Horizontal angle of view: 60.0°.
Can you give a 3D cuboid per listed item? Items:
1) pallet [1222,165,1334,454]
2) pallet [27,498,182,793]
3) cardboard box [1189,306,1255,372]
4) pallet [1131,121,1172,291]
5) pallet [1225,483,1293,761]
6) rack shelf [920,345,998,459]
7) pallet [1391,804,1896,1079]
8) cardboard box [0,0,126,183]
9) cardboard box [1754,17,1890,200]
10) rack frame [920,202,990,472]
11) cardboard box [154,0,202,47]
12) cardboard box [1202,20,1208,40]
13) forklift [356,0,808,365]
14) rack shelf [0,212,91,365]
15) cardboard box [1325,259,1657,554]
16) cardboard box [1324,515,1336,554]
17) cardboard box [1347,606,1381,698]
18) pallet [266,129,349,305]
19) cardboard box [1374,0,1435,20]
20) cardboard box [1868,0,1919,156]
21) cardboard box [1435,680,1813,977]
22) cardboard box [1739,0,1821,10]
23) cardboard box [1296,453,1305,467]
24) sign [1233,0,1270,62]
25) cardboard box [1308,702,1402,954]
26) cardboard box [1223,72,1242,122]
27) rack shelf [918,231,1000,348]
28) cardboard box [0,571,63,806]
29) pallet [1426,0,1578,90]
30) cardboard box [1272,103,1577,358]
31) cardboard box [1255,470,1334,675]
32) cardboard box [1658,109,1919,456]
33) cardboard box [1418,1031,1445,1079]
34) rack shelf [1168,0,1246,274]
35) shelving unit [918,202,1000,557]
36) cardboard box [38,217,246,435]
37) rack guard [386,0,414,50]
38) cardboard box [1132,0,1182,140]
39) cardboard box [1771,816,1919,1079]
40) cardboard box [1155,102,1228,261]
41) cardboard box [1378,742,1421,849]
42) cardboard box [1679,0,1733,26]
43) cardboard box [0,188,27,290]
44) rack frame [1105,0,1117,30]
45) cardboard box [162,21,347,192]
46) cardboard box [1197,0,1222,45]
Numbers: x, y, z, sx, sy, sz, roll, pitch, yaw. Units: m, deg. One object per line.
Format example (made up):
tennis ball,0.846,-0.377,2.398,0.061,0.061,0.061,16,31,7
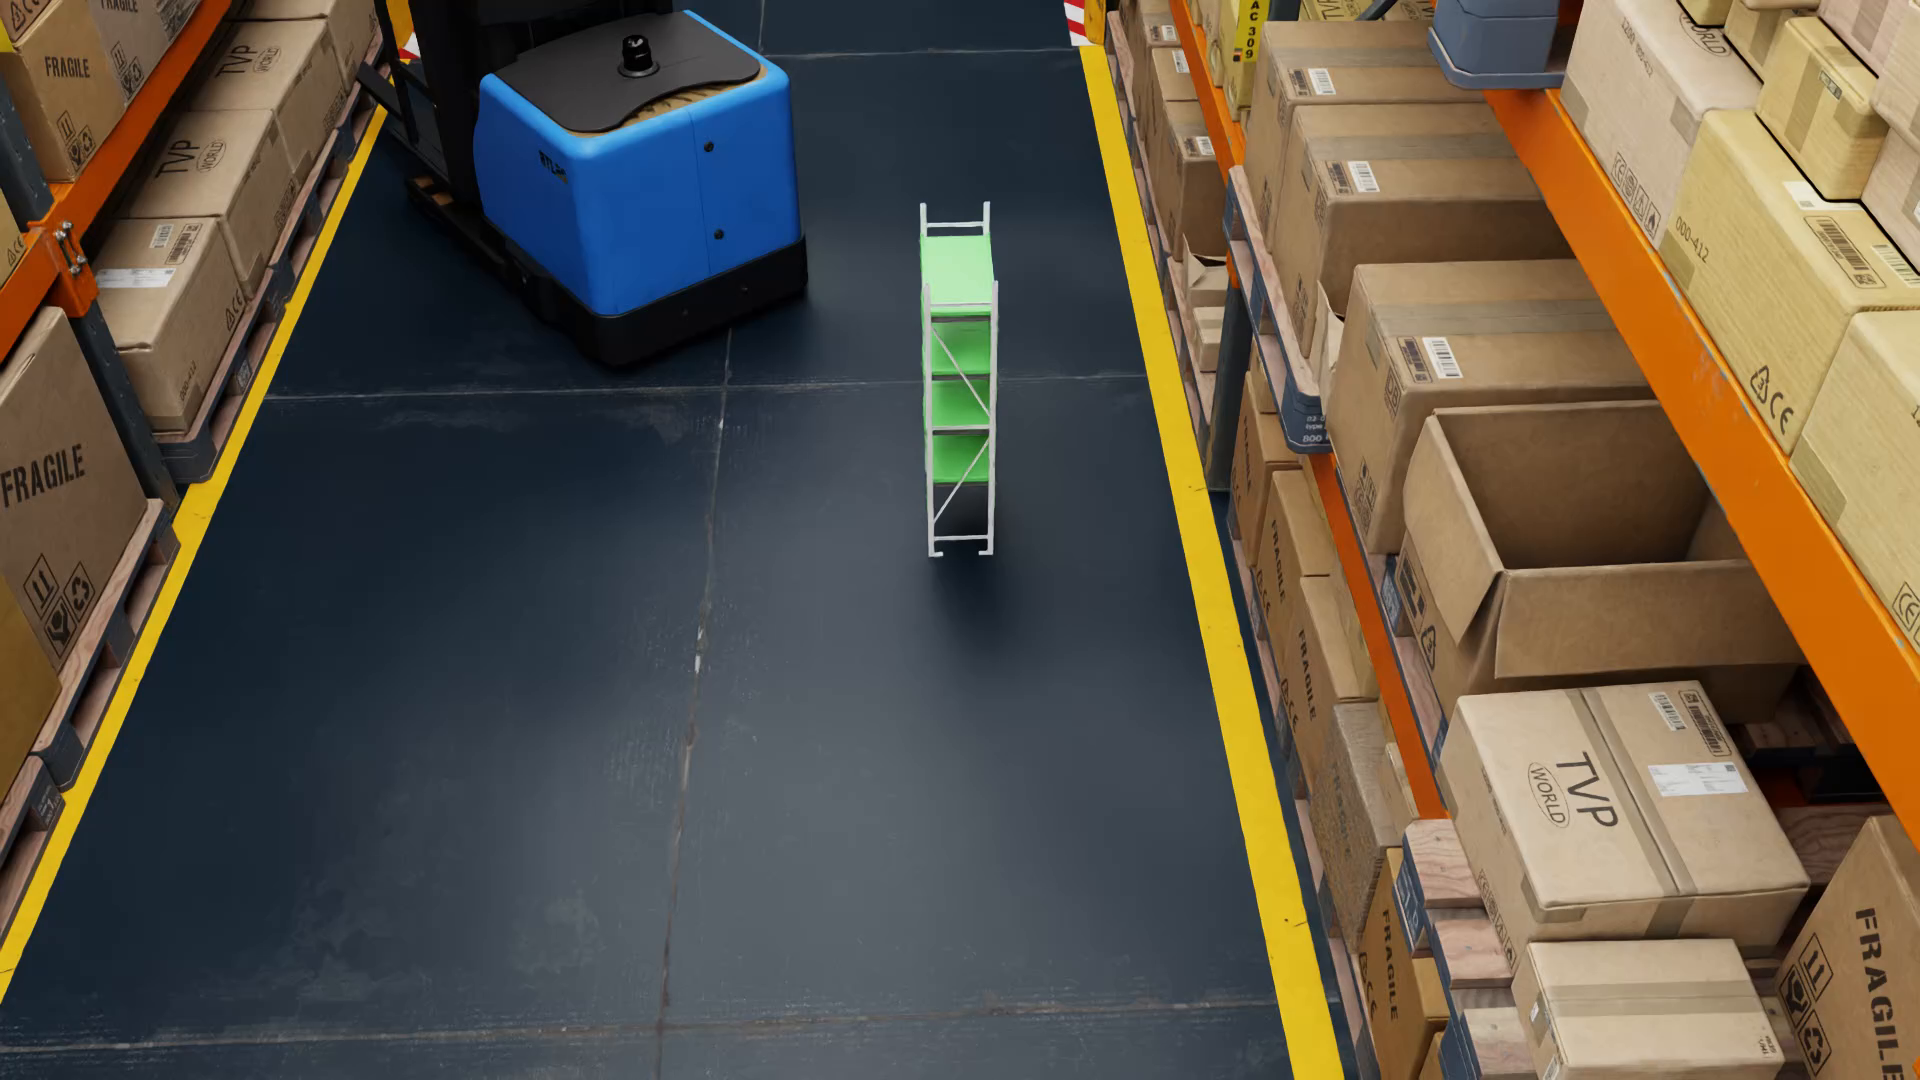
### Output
pallet,1.384,-0.733,4.972,1.003,0.211,1.213,-2,43,-2
pallet,-3.392,0.345,5.717,1.003,0.211,1.213,-2,43,-2
cardboard box,1.142,-0.818,6.721,0.380,0.149,0.250,-3,43,-3
pallet,1.376,-1.607,7.848,1.003,0.211,1.213,-2,43,-2
pallet,1.532,0.230,5.843,1.003,0.211,1.213,-2,43,-2
rack shelf,-0.007,-0.507,6.010,0.258,0.148,0.480,-2,43,-2
pallet,1.530,0.969,3.115,1.213,0.211,1.003,-2,43,-2
cardboard box,-3.258,-1.562,5.661,0.500,0.500,0.500,0,43,0
cardboard box,1.342,-0.596,2.276,0.380,0.149,0.250,-2,43,-2
rack frame,-0.017,-0.719,6.146,0.240,1.200,0.015,-2,43,-2
cardboard box,-3.290,-2.238,6.398,0.500,0.500,0.500,-1,43,-2
cardboard box,1.142,-1.989,6.386,0.380,0.149,0.250,-1,43,-1
forklift,-1.992,-2.746,7.077,1.130,2.935,3.031,-29,50,-28
rack shelf,-3.415,0.414,4.111,1.077,0.370,4.000,-2,43,-2
cardboard box,1.312,-0.325,4.000,0.700,0.500,0.500,-2,43,-2
cardboard box,1.345,-0.026,5.118,0.380,0.149,0.250,-2,43,-3
cardboard box,1.327,0.311,4.750,0.380,0.149,0.250,0,43,0
pallet,-3.509,-1.514,7.746,1.003,0.211,1.213,-2,43,-2
cardboard box,1.708,-1.743,5.822,0.500,0.250,0.500,-2,43,-2
cardboard box,1.352,-0.535,1.990,0.380,0.149,0.250,-3,43,-3
cardboard box,1.261,0.552,3.228,0.500,0.250,0.500,-3,43,-4
cardboard box,1.277,-0.882,2.368,0.380,0.149,0.250,-3,43,-3
cardboard box,1.298,-0.384,5.508,0.380,0.149,0.250,-3,43,-3
sign,0.918,-1.645,5.184,0.100,0.325,0.005,-2,43,-2
cardboard box,1.320,0.800,4.696,0.500,0.500,0.500,-3,43,-3
cardboard box,1.161,-1.637,6.002,0.380,0.149,0.250,-1,43,-1
rack shelf,-0.007,-0.861,5.685,0.258,0.148,0.480,-2,43,-2
cardboard box,-3.347,0.453,4.797,0.875,0.875,0.875,-1,43,-1
pallet,1.464,-1.240,3.302,1.213,0.211,1.003,-2,43,-2
cardboard box,1.278,-0.855,4.578,0.700,0.500,0.500,-1,43,-1
cardboard box,1.288,0.113,5.446,0.500,0.500,0.500,-2,43,-2
cardboard box,1.343,-0.375,2.330,0.500,0.250,0.500,-2,43,-2
cardboard box,1.386,1.503,3.929,0.500,0.500,0.500,-2,43,-2
rack shelf,1.374,-2.431,7.215,1.077,0.370,4.000,-2,43,-2
shelving unit,-0.007,-0.554,5.966,0.258,1.200,0.503,-2,43,-2
cardboard box,-3.419,-0.838,6.530,0.875,0.438,0.875,-2,43,-2
rack guard,-3.671,-2.996,9.149,1.175,0.500,0.348,-2,43,-2
cardboard box,1.218,-2.286,8.063,0.700,0.500,0.500,0,43,0
cardboard box,1.764,0.811,2.761,0.500,0.500,0.500,0,43,0
cardboard box,1.262,-1.585,7.299,0.700,0.500,0.500,-3,43,-3
cardboard box,1.327,0.660,4.370,0.380,0.149,0.250,-4,43,-4
cardboard box,1.345,-0.945,2.657,0.380,0.149,0.250,0,43,-1
cardboard box,-3.229,-0.850,5.069,0.500,0.250,0.500,-3,43,-3
rack frame,1.289,-4.047,8.445,1.000,3.000,0.127,-2,43,-2
cardboard box,-3.494,-2.052,7.854,0.875,0.438,0.875,-1,43,-1
cardboard box,1.158,-2.075,6.185,0.500,0.250,0.500,-2,43,-2
